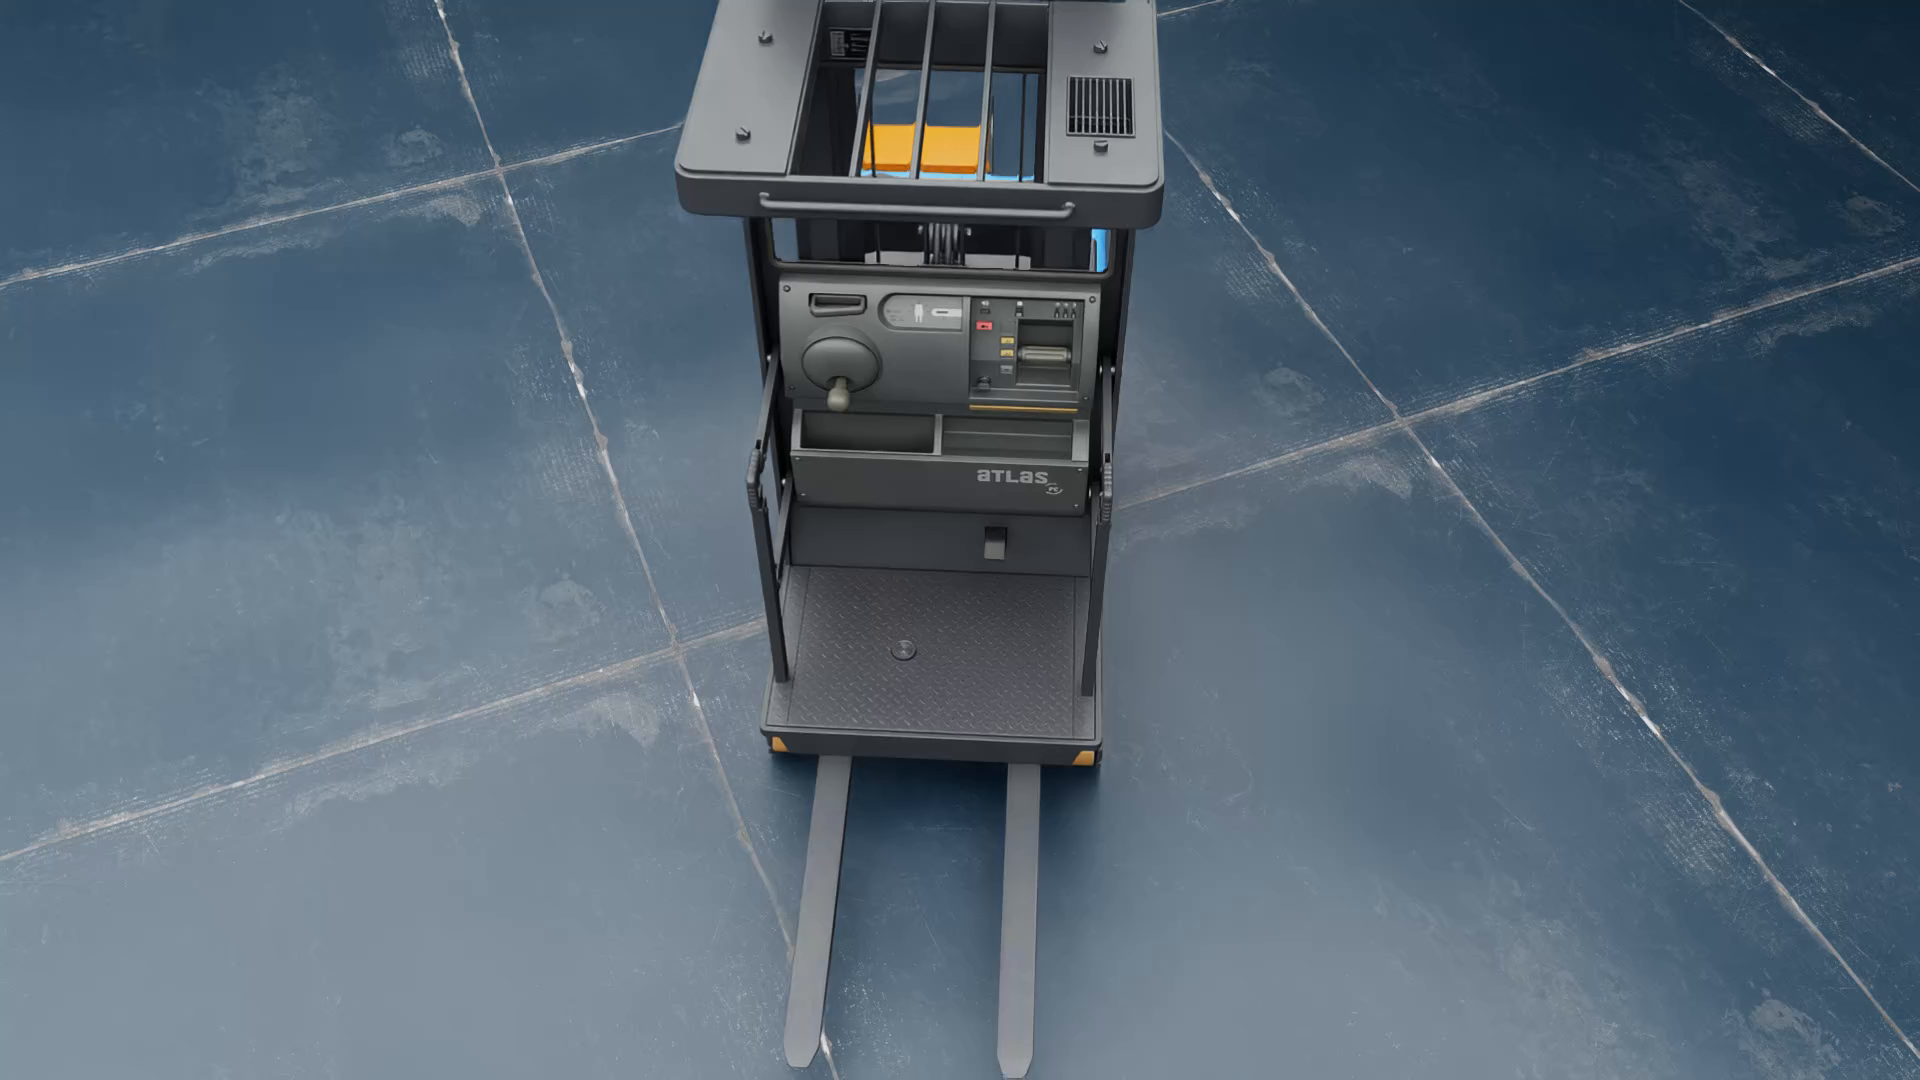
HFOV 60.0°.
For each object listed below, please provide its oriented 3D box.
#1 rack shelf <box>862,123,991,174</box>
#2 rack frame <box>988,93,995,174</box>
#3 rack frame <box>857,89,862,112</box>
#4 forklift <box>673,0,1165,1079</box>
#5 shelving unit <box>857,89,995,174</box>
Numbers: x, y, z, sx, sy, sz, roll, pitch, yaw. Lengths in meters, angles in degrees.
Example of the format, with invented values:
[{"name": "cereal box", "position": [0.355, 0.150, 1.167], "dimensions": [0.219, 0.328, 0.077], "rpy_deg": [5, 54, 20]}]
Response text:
[{"name": "rack shelf", "position": [-0.128, -1.415, 6.156], "dimensions": [0.480, 0.148, 0.258], "rpy_deg": [2, 49, 2]}, {"name": "rack frame", "position": [0.116, -1.150, 6.447], "dimensions": [0.015, 1.200, 0.240], "rpy_deg": [2, 49, 2]}, {"name": "rack frame", "position": [-0.371, -1.167, 6.461], "dimensions": [0.015, 1.200, 0.240], "rpy_deg": [2, 49, 2]}, {"name": "forklift", "position": [-0.070, -0.460, 4.713], "dimensions": [1.130, 2.935, 3.031], "rpy_deg": [2, 49, 2]}, {"name": "shelving unit", "position": [-0.128, -1.159, 6.454], "dimensions": [0.503, 1.200, 0.258], "rpy_deg": [2, 49, 2]}]
